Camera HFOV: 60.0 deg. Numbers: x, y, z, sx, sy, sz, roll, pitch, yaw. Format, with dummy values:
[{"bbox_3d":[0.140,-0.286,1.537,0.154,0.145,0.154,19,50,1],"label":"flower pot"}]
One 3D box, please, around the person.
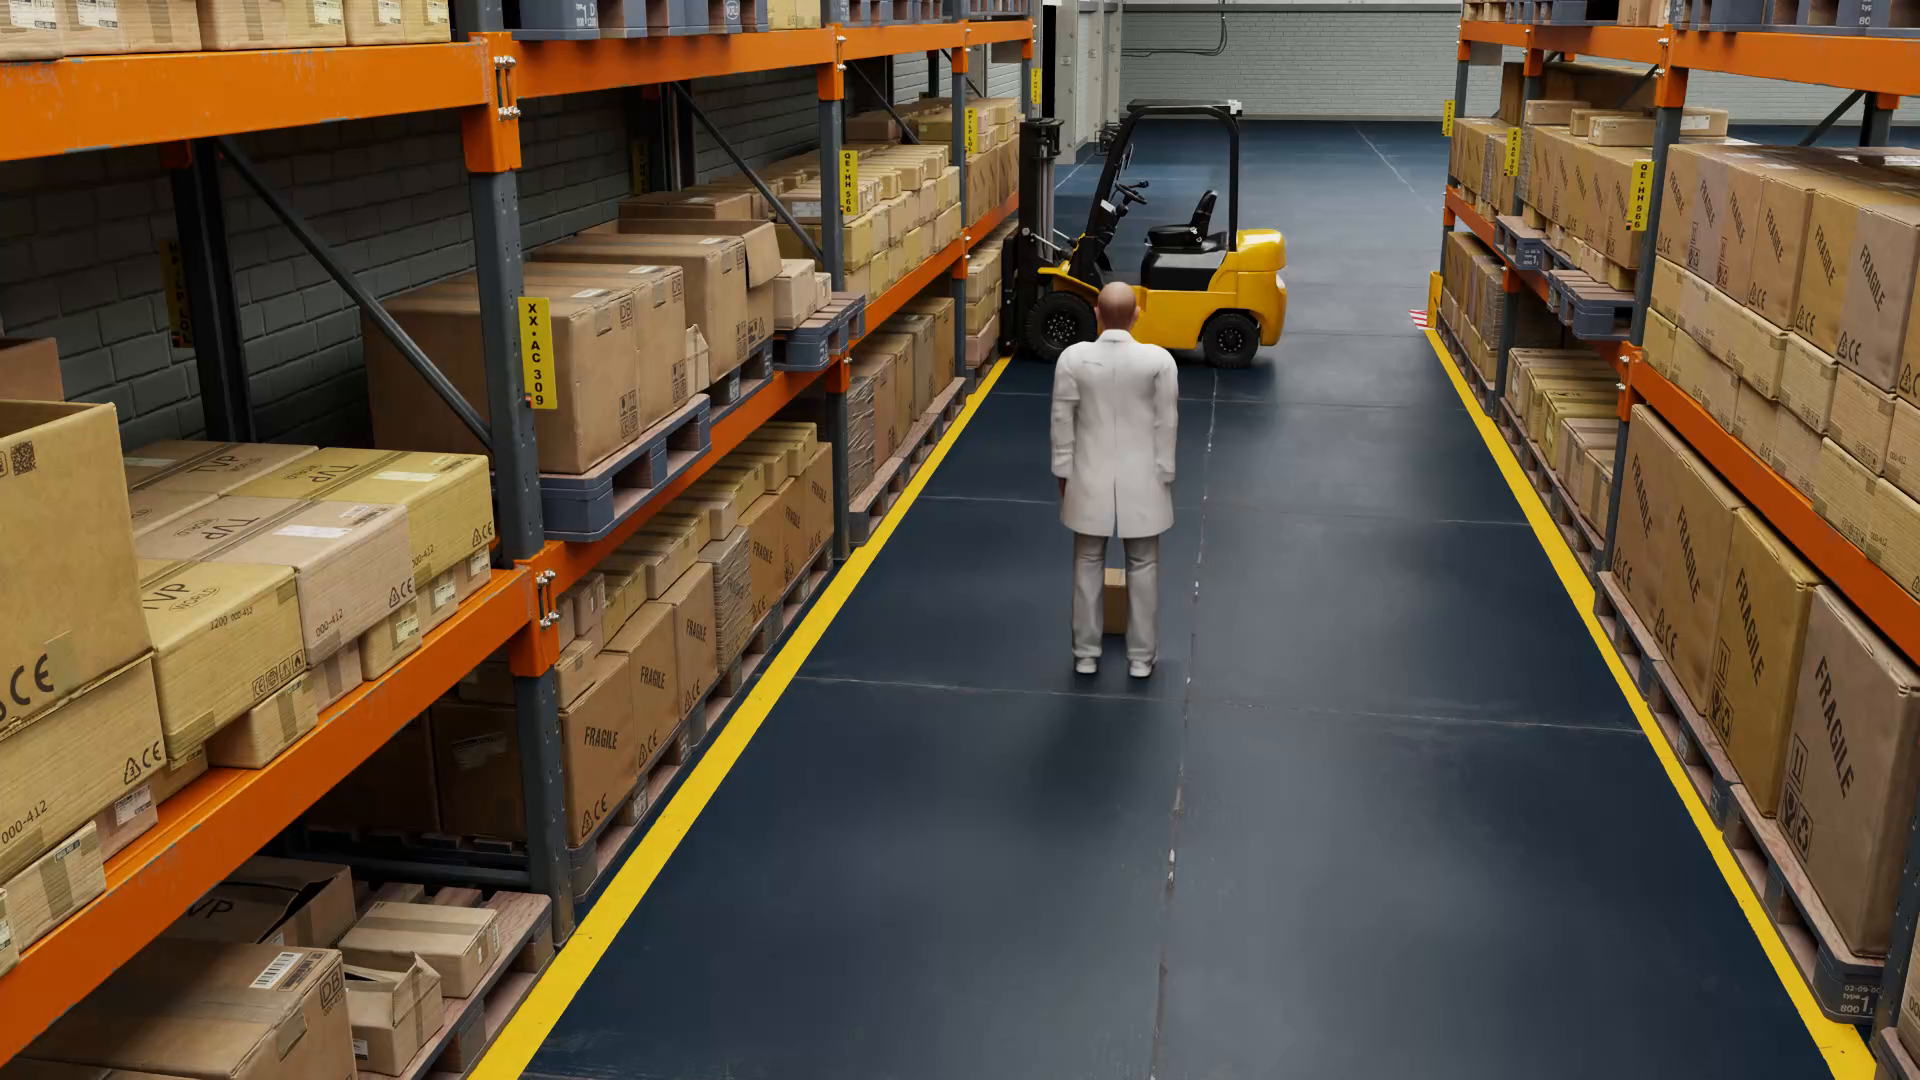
[{"bbox_3d":[0.684,-0.269,7.448,0.564,1.770,0.377,3,18,10],"label":"person"}]
